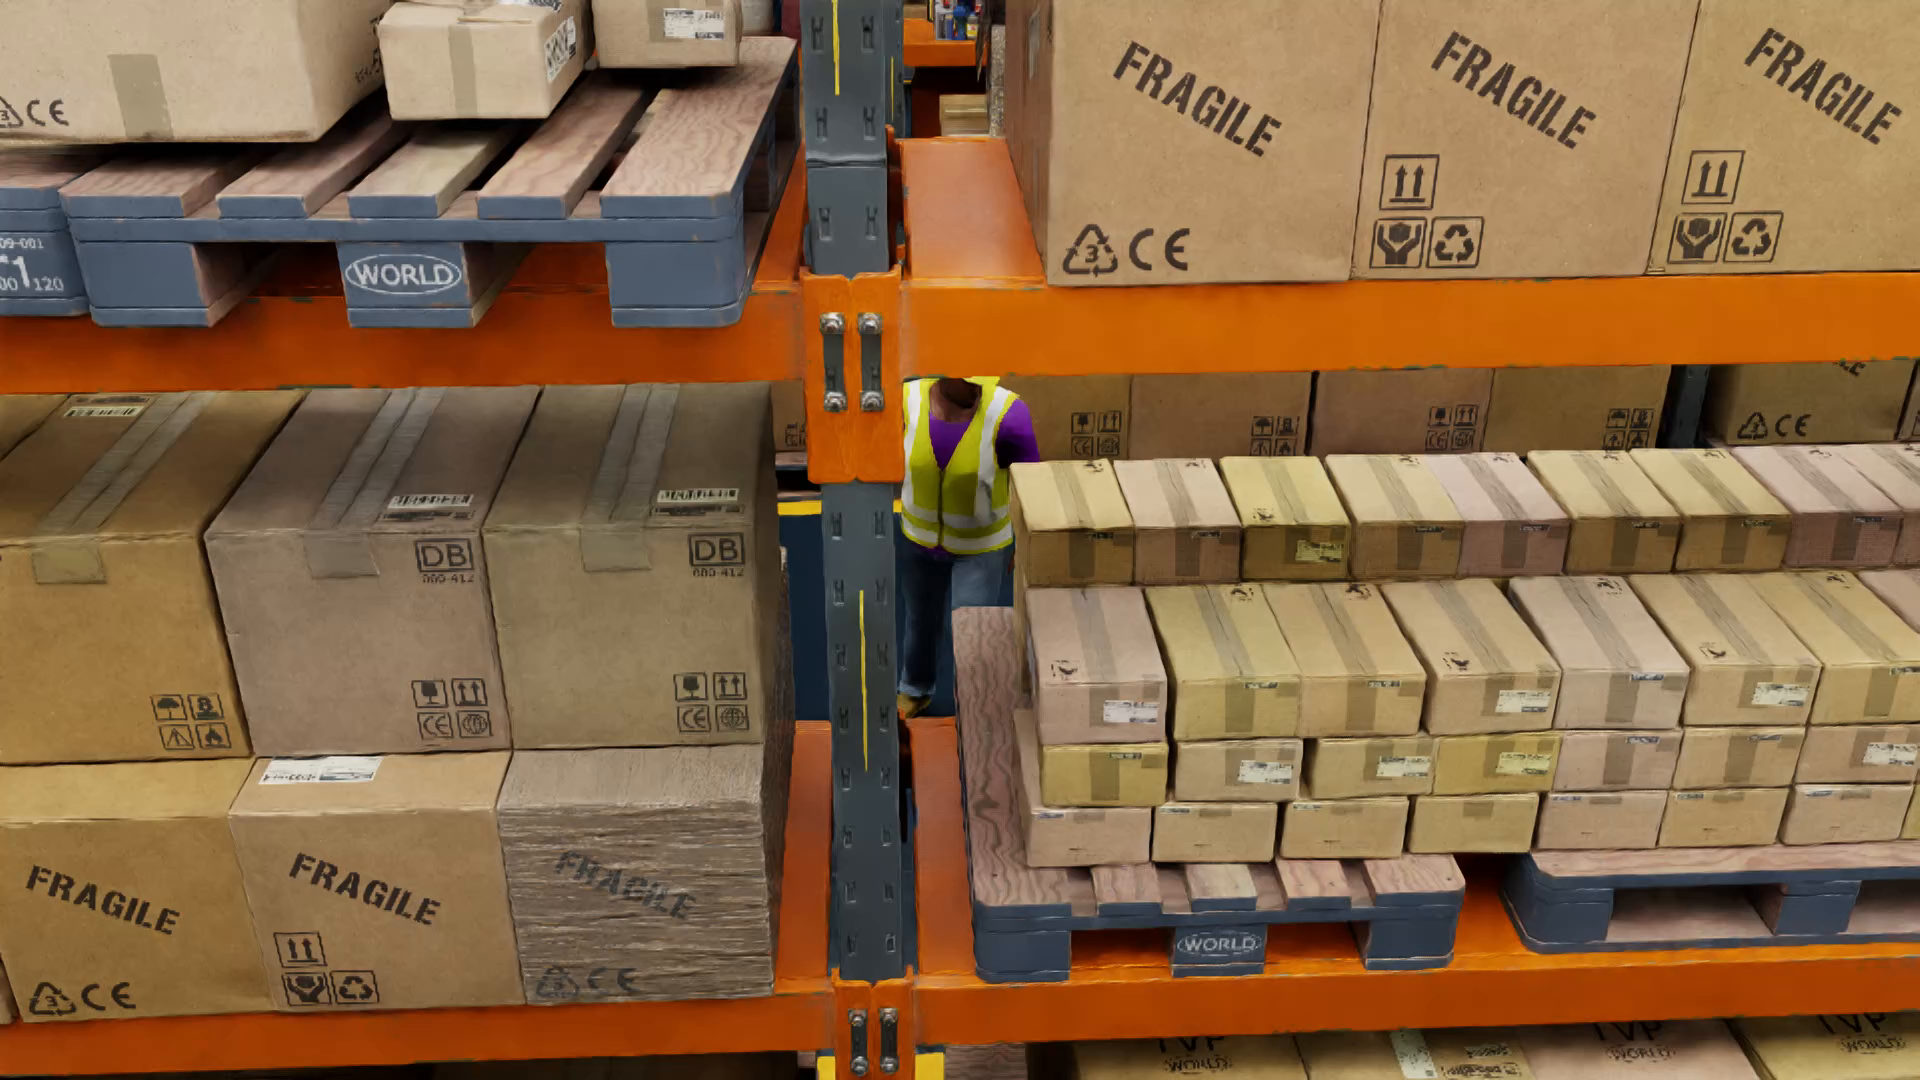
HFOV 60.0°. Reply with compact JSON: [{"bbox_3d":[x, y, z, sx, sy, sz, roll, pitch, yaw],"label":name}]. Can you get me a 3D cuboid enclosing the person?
[{"bbox_3d":[-0.062,-0.006,6.106,0.671,1.748,0.484,12,30,21],"label":"person"}]
